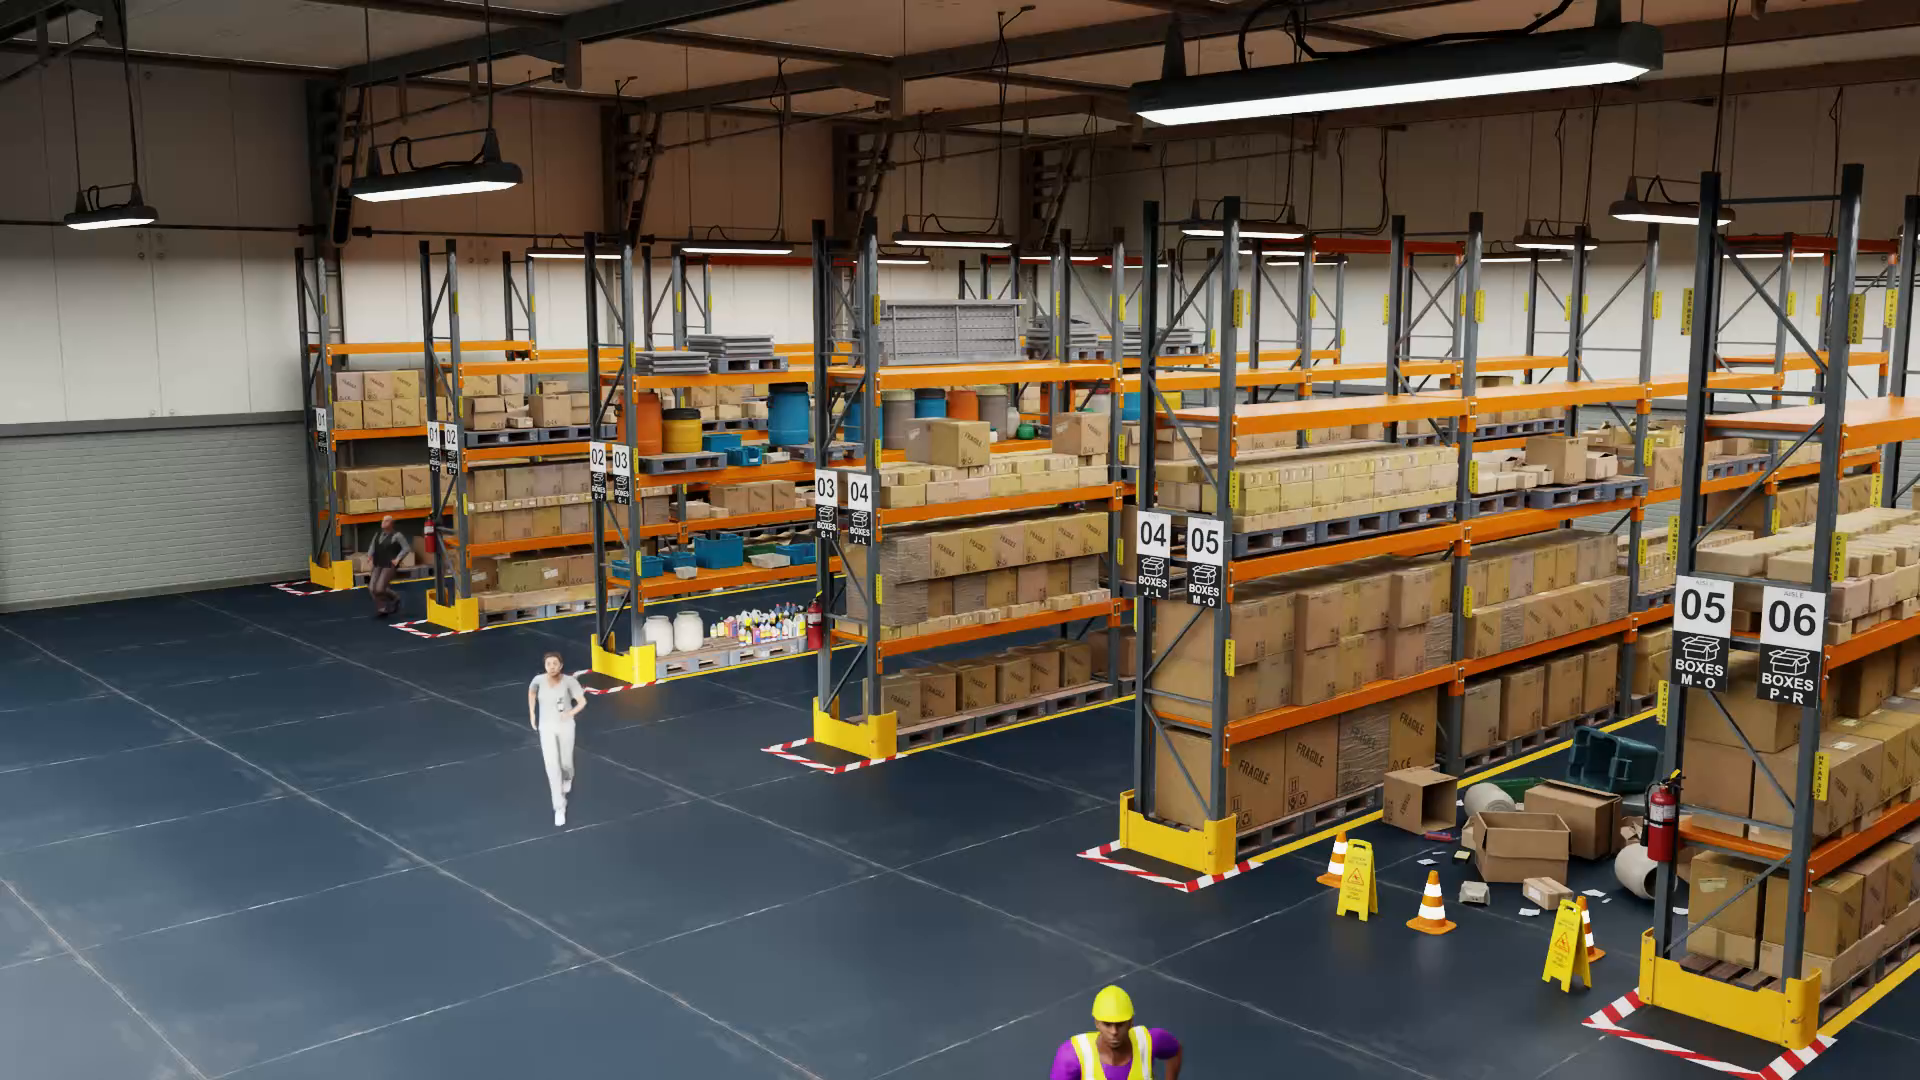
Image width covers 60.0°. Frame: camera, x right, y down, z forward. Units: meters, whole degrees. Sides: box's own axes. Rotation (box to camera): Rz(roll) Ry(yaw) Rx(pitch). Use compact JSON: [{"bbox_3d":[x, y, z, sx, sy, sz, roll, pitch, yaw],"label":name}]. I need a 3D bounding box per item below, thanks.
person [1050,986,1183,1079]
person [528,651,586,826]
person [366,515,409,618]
[{"bbox_3d":[0.779,3.094,8.391,0.661,1.833,0.832,1,8,8],"label":"person"},{"bbox_3d":[-4.032,1.914,16.677,0.587,1.664,1.008,-1,8,-6],"label":"person"},{"bbox_3d":[-9.259,0.441,26.712,0.707,1.660,0.532,4,9,25],"label":"person"}]
